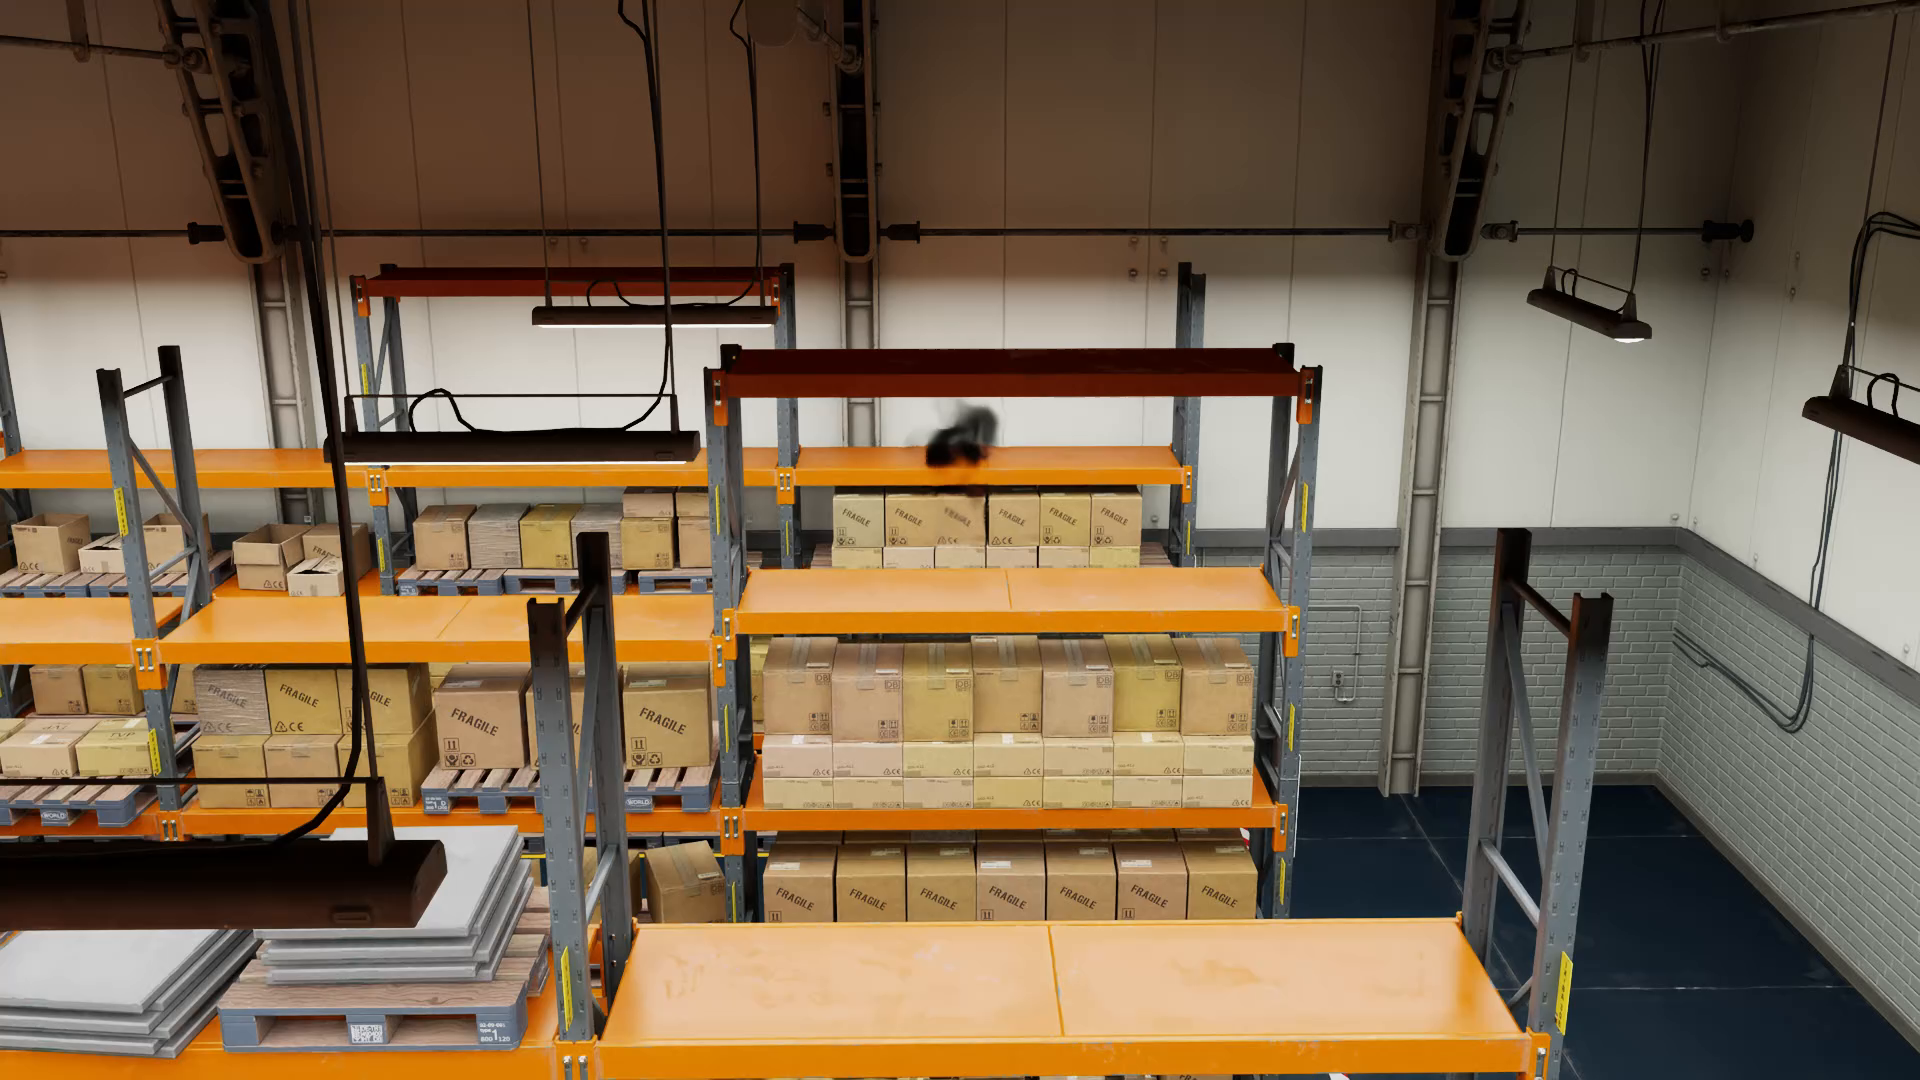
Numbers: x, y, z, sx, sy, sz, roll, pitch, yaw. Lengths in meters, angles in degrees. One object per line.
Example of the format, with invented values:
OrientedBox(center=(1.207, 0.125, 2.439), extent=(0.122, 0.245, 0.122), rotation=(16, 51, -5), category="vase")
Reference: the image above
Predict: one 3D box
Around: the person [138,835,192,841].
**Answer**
OrientedBox(center=(-7.119, 3.118, 14.802), extent=(0.653, 1.715, 0.660), rotation=(-3, 16, -10), category="person")
